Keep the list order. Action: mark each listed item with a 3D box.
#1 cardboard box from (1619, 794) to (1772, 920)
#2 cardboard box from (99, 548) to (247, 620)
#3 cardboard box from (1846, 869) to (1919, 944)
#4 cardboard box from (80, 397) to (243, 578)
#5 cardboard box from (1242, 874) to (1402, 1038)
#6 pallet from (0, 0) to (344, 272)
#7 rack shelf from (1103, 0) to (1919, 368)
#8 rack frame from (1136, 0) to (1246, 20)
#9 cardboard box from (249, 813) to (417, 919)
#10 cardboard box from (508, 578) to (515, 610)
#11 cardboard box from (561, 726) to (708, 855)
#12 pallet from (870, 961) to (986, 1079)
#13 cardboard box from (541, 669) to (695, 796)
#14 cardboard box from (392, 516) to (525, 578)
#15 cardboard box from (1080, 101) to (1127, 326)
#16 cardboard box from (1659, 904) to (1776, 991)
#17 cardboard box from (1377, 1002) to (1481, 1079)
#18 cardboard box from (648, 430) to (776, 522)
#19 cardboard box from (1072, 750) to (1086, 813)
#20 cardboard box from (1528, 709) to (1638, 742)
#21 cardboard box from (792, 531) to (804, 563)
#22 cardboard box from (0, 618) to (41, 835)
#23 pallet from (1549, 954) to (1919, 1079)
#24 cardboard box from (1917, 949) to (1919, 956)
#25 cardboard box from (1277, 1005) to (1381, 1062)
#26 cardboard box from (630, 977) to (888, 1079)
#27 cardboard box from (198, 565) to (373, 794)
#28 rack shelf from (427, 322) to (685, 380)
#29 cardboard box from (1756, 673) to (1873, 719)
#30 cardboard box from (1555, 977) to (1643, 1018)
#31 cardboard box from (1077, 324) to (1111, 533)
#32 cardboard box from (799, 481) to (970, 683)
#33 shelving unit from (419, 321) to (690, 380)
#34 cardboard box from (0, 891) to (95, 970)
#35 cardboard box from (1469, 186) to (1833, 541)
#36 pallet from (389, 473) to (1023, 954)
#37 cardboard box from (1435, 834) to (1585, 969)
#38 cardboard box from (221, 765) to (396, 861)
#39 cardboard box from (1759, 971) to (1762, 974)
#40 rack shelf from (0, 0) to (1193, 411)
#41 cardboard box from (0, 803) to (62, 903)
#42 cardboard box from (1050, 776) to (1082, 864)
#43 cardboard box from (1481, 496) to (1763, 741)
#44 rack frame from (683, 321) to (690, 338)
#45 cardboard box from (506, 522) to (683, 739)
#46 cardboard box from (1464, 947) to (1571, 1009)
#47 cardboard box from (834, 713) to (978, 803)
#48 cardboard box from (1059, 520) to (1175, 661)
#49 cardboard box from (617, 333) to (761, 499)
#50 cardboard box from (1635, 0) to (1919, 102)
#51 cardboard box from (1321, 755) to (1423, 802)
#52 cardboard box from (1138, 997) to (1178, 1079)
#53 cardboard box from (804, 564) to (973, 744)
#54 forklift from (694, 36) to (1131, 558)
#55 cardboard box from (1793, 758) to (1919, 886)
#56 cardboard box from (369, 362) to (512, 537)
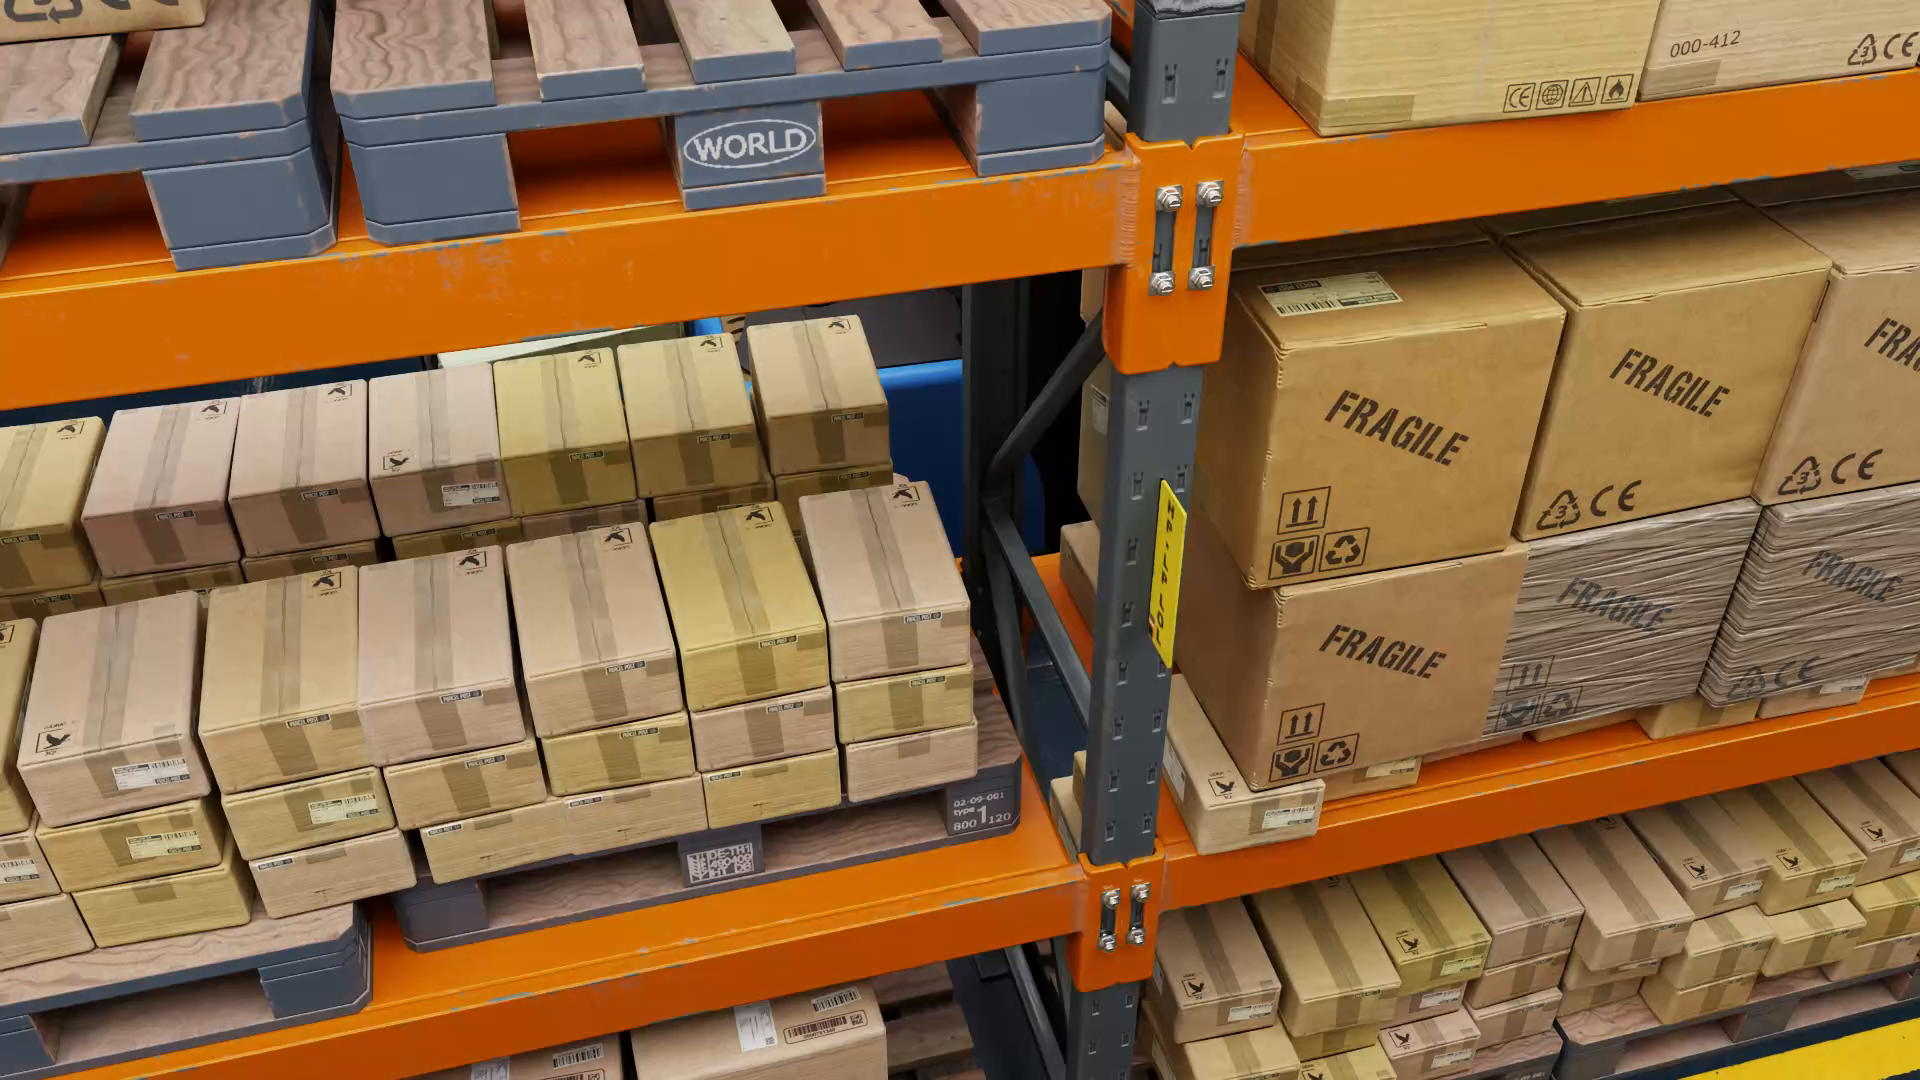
[{"bbox_3d":[1.847,0.775,4.280,0.250,0.149,0.380,-11,39,-14],"label":"cardboard box"},{"bbox_3d":[-1.573,0.013,3.380,0.250,0.149,0.380,-10,39,-13],"label":"cardboard box"},{"bbox_3d":[2.369,0.862,4.410,0.250,0.149,0.380,-7,38,-10],"label":"cardboard box"},{"bbox_3d":[-1.555,-0.110,3.297,0.250,0.149,0.380,-8,38,-10],"label":"cardboard box"},{"bbox_3d":[0.861,0.982,4.008,0.250,0.149,0.380,-8,38,-10],"label":"cardboard box"},{"bbox_3d":[-1.431,-0.721,2.409,1.003,0.211,1.213,-9,38,-12],"label":"pallet"},{"bbox_3d":[2.124,-1.028,3.248,4.000,0.370,1.077,-9,38,-12],"label":"rack shelf"},{"bbox_3d":[0.193,-2.188,1.704,0.127,3.000,1.000,-9,38,-12],"label":"rack frame"},{"bbox_3d":[-1.140,0.474,3.023,0.250,0.149,0.380,-11,39,-14],"label":"cardboard box"},{"bbox_3d":[-1.058,0.044,3.584,0.250,0.149,0.380,-9,38,-11],"label":"cardboard box"},{"bbox_3d":[-0.630,0.387,3.137,0.250,0.149,0.380,-9,38,-12],"label":"cardboard box"},{"bbox_3d":[-0.558,1.427,4.211,1.213,0.211,1.003,-9,38,-12],"label":"pallet"},{"bbox_3d":[-0.634,0.269,3.046,0.250,0.149,0.380,-8,38,-10],"label":"cardboard box"},{"bbox_3d":[-1.057,-0.073,3.493,0.250,0.149,0.380,-11,39,-14],"label":"cardboard box"},{"bbox_3d":[0.576,-0.593,3.407,0.500,0.500,0.500,-11,39,-14],"label":"cardboard box"},{"bbox_3d":[1.866,0.946,4.300,0.250,0.149,0.380,-10,38,-12],"label":"cardboard box"},{"bbox_3d":[1.112,1.179,4.241,0.250,0.149,0.380,-9,38,-12],"label":"cardboard box"},{"bbox_3d":[-0.557,-0.155,3.601,0.250,0.149,0.380,-10,39,-13],"label":"cardboard box"},{"bbox_3d":[0.469,0.715,4.358,0.250,0.149,0.380,-8,38,-11],"label":"cardboard box"},{"bbox_3d":[1.289,0.245,3.668,0.250,0.149,0.380,-11,39,-14],"label":"cardboard box"},{"bbox_3d":[-0.307,-0.080,3.746,0.250,0.149,0.380,-11,39,-14],"label":"cardboard box"},{"bbox_3d":[-1.662,0.319,2.735,0.250,0.149,0.380,-10,39,-13],"label":"cardboard box"},{"bbox_3d":[2.012,0.980,4.795,1.213,0.211,1.003,-9,38,-12],"label":"pallet"},{"bbox_3d":[2.637,0.948,4.543,0.250,0.149,0.380,-11,39,-14],"label":"cardboard box"},{"bbox_3d":[0.847,1.080,4.126,0.250,0.149,0.380,-9,38,-12],"label":"cardboard box"},{"bbox_3d":[-0.460,0.989,3.582,0.500,0.250,0.500,-10,39,-13],"label":"cardboard box"},{"bbox_3d":[-1.144,0.231,2.851,0.250,0.149,0.380,-11,39,-13],"label":"cardboard box"},{"bbox_3d":[-1.241,-0.554,5.098,0.720,0.370,0.431,-16,40,-19],"label":"rack shelf"},{"bbox_3d":[1.810,0.205,3.721,0.250,0.149,0.380,-8,38,-10],"label":"cardboard box"},{"bbox_3d":[1.594,1.046,4.414,0.250,0.149,0.380,-11,39,-14],"label":"cardboard box"},{"bbox_3d":[0.586,-0.205,3.723,0.500,0.500,0.500,-9,38,-12],"label":"cardboard box"},{"bbox_3d":[-0.144,0.070,3.062,0.250,0.149,0.380,-8,38,-10],"label":"cardboard box"},{"bbox_3d":[-1.241,-0.244,5.335,0.755,1.500,0.431,-16,40,-19],"label":"shelving unit"},{"bbox_3d":[-1.653,0.557,2.914,0.250,0.149,0.380,-11,39,-13],"label":"cardboard box"},{"bbox_3d":[1.189,-0.380,3.128,0.500,0.500,0.500,-10,39,-13],"label":"cardboard box"},{"bbox_3d":[-0.583,0.307,3.538,1.213,0.211,1.003,-9,38,-12],"label":"pallet"},{"bbox_3d":[1.338,0.859,4.170,0.250,0.149,0.380,-10,39,-13],"label":"cardboard box"},{"bbox_3d":[-1.148,0.355,2.934,0.250,0.149,0.380,-11,39,-14],"label":"cardboard box"},{"bbox_3d":[2.104,0.975,4.507,0.250,0.149,0.380,-8,38,-11],"label":"cardboard box"},{"bbox_3d":[-1.738,-0.394,2.420,4.000,0.370,1.077,-9,38,-12],"label":"rack shelf"},{"bbox_3d":[-1.647,0.435,2.829,0.250,0.149,0.380,-8,38,-10],"label":"cardboard box"},{"bbox_3d":[0.414,0.806,4.484,0.250,0.149,0.380,-9,38,-11],"label":"cardboard box"},{"bbox_3d":[1.213,0.024,3.423,0.500,0.500,0.500,-9,38,-12],"label":"cardboard box"},{"bbox_3d":[-0.908,-0.337,5.456,0.023,1.500,0.400,-16,40,-19],"label":"rack frame"},{"bbox_3d":[-0.653,0.152,2.953,0.250,0.149,0.380,-11,39,-13],"label":"cardboard box"},{"bbox_3d":[1.335,0.979,4.257,0.250,0.149,0.380,-11,39,-14],"label":"cardboard box"},{"bbox_3d":[-0.139,0.307,3.241,0.250,0.149,0.380,-10,39,-13],"label":"cardboard box"},{"bbox_3d":[0.408,0.112,3.841,0.250,0.149,0.380,-10,38,-12],"label":"cardboard box"},{"bbox_3d":[-0.575,-0.268,3.503,0.250,0.149,0.380,-8,38,-11],"label":"cardboard box"},{"bbox_3d":[1.190,-0.940,2.665,0.500,0.250,0.500,-10,39,-13],"label":"cardboard box"},{"bbox_3d":[0.782,0.357,3.521,0.250,0.149,0.380,-8,38,-11],"label":"cardboard box"},{"bbox_3d":[0.628,1.291,4.094,0.250,0.149,0.380,-11,39,-14],"label":"cardboard box"},{"bbox_3d":[-0.140,0.189,3.151,0.250,0.149,0.380,-8,38,-11],"label":"cardboard box"},{"bbox_3d":[0.613,-1.252,5.475,3.031,2.935,1.130,-8,38,-11],"label":"forklift"},{"bbox_3d":[2.340,0.700,4.377,0.250,0.149,0.380,-11,39,-13],"label":"cardboard box"},{"bbox_3d":[-1.065,-0.191,3.402,0.250,0.149,0.380,-10,38,-13],"label":"cardboard box"}]
